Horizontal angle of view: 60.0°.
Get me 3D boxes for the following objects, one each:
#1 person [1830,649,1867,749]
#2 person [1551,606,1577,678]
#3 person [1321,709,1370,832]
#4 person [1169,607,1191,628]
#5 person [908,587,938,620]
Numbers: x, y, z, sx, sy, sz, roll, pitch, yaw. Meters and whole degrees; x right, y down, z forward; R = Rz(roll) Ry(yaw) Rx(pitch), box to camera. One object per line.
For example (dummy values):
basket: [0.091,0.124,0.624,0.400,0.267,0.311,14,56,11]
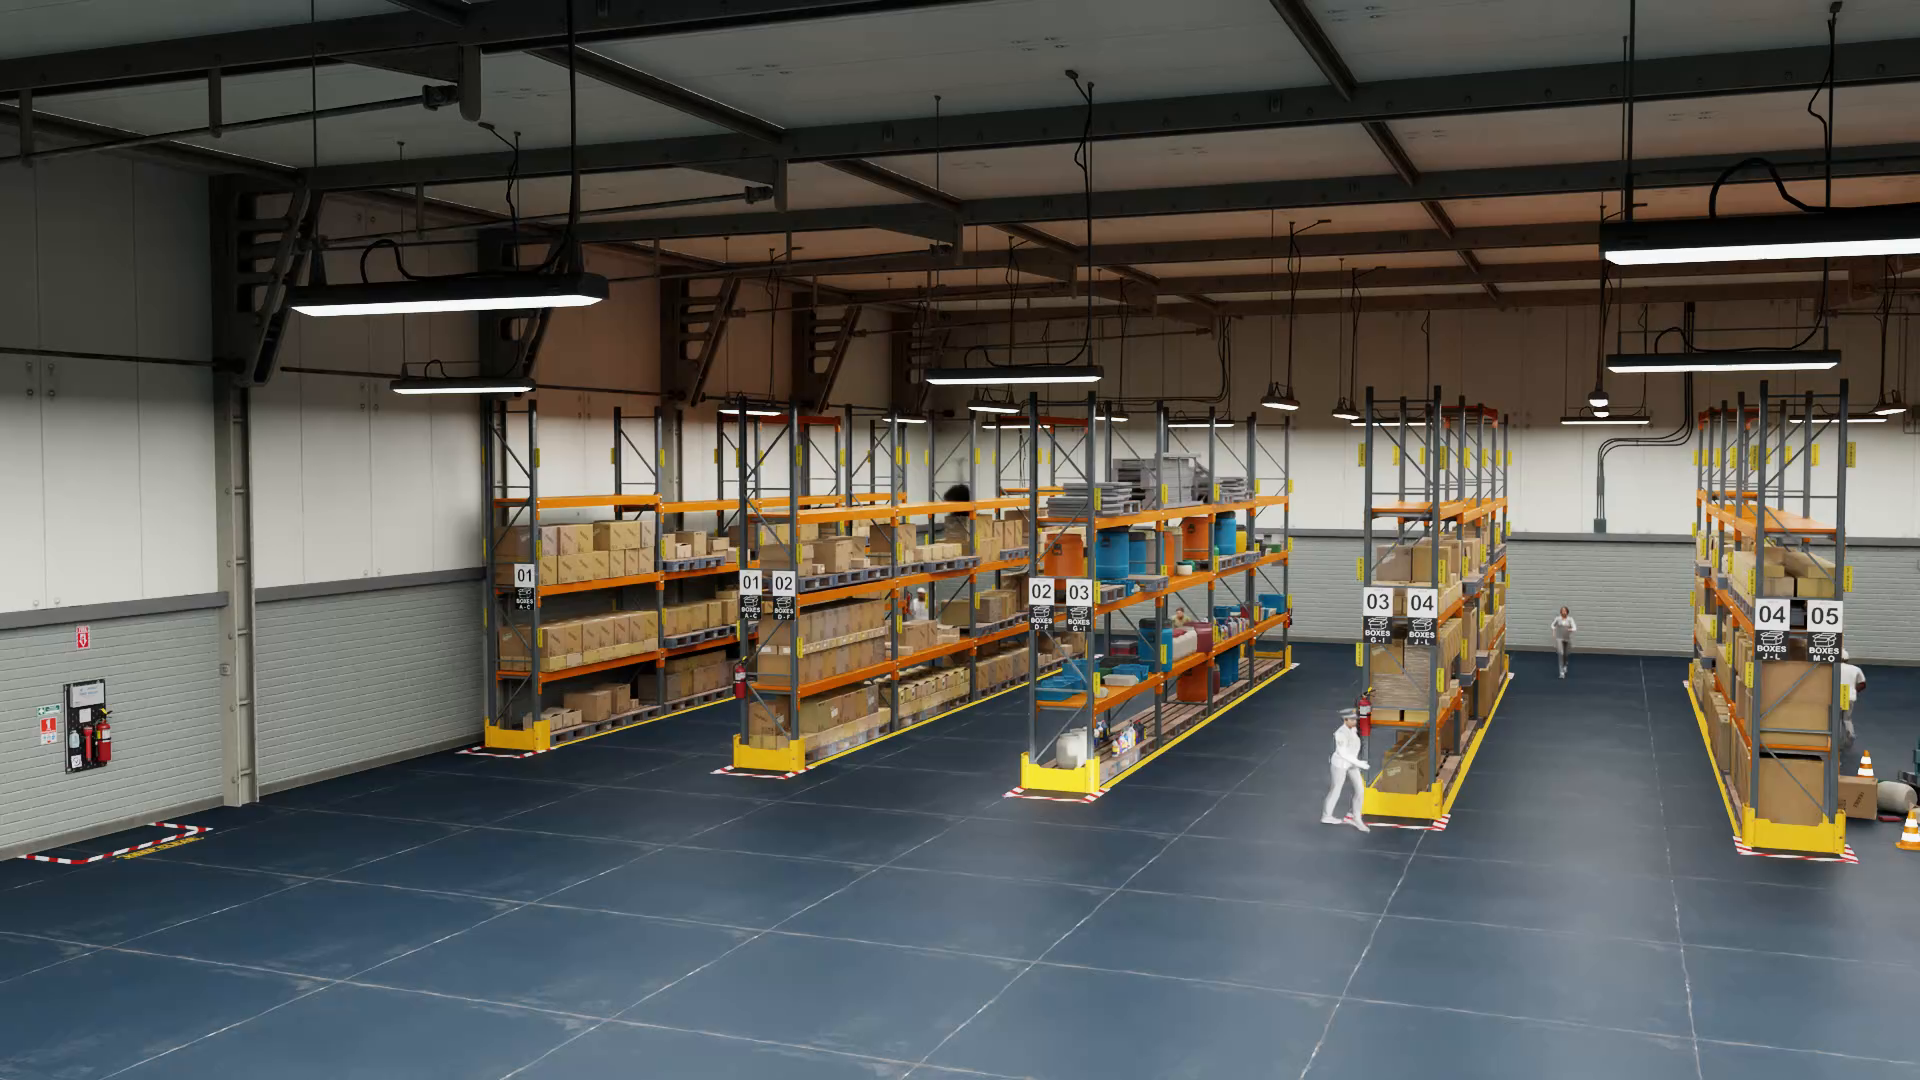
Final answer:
person: [15.193,2.751,28.561,0.691,1.712,0.688,1,3,16]
person: [13.798,2.307,37.994,0.518,1.592,0.888,1,3,13]
person: [5.196,3.075,22.386,0.510,1.666,0.714,-2,4,-38]
person: [5.216,2.319,39.613,0.597,1.495,0.812,0,3,9]
person: [-0.937,2.088,41.101,0.655,1.836,0.853,1,3,20]
